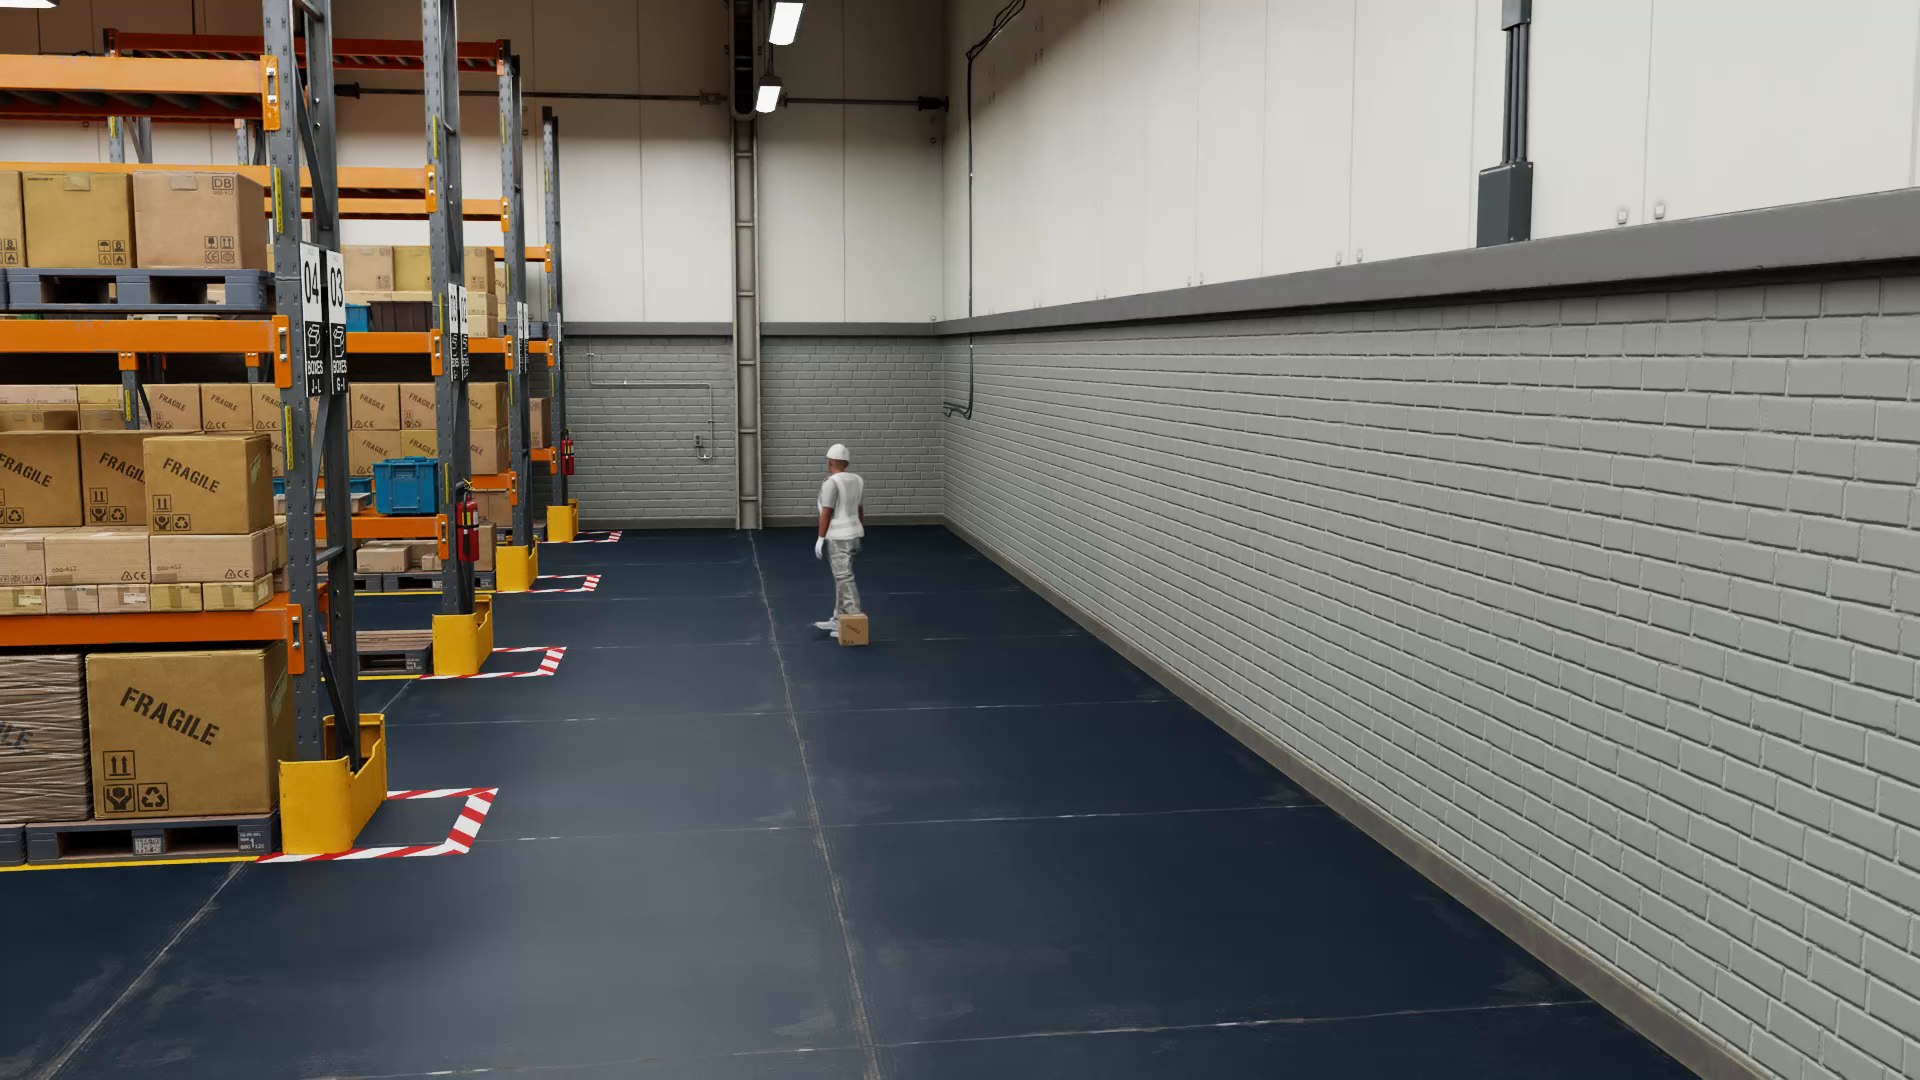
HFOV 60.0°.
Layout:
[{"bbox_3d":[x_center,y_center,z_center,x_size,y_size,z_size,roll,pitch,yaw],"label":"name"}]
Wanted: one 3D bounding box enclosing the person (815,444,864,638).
[{"bbox_3d":[-1.130,-0.003,15.473,0.601,1.784,0.634,3,7,23],"label":"person"}]
